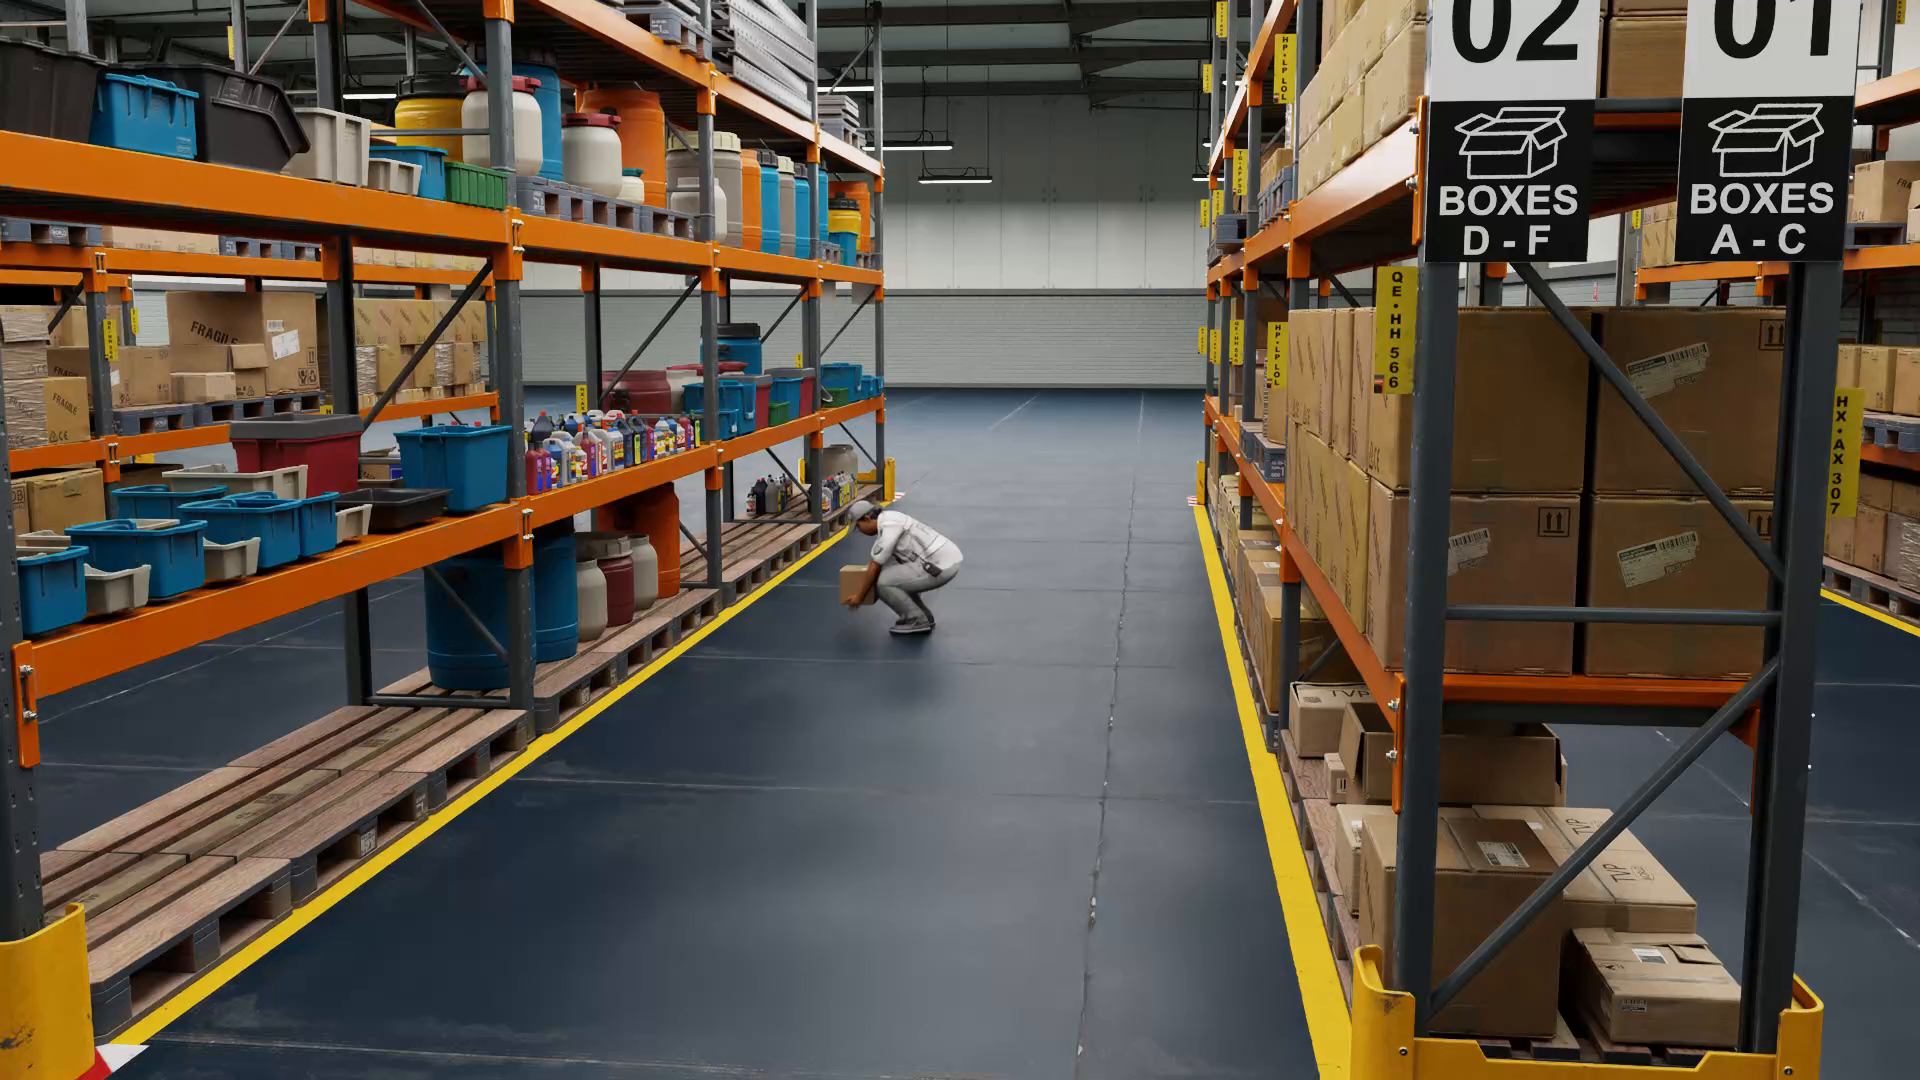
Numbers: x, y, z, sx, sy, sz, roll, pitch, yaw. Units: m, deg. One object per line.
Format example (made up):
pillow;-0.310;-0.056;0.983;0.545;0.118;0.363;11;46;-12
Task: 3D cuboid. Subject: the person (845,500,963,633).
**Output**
person;-0.403;0.188;12.080;0.844;0.962;0.493;1;8;5
